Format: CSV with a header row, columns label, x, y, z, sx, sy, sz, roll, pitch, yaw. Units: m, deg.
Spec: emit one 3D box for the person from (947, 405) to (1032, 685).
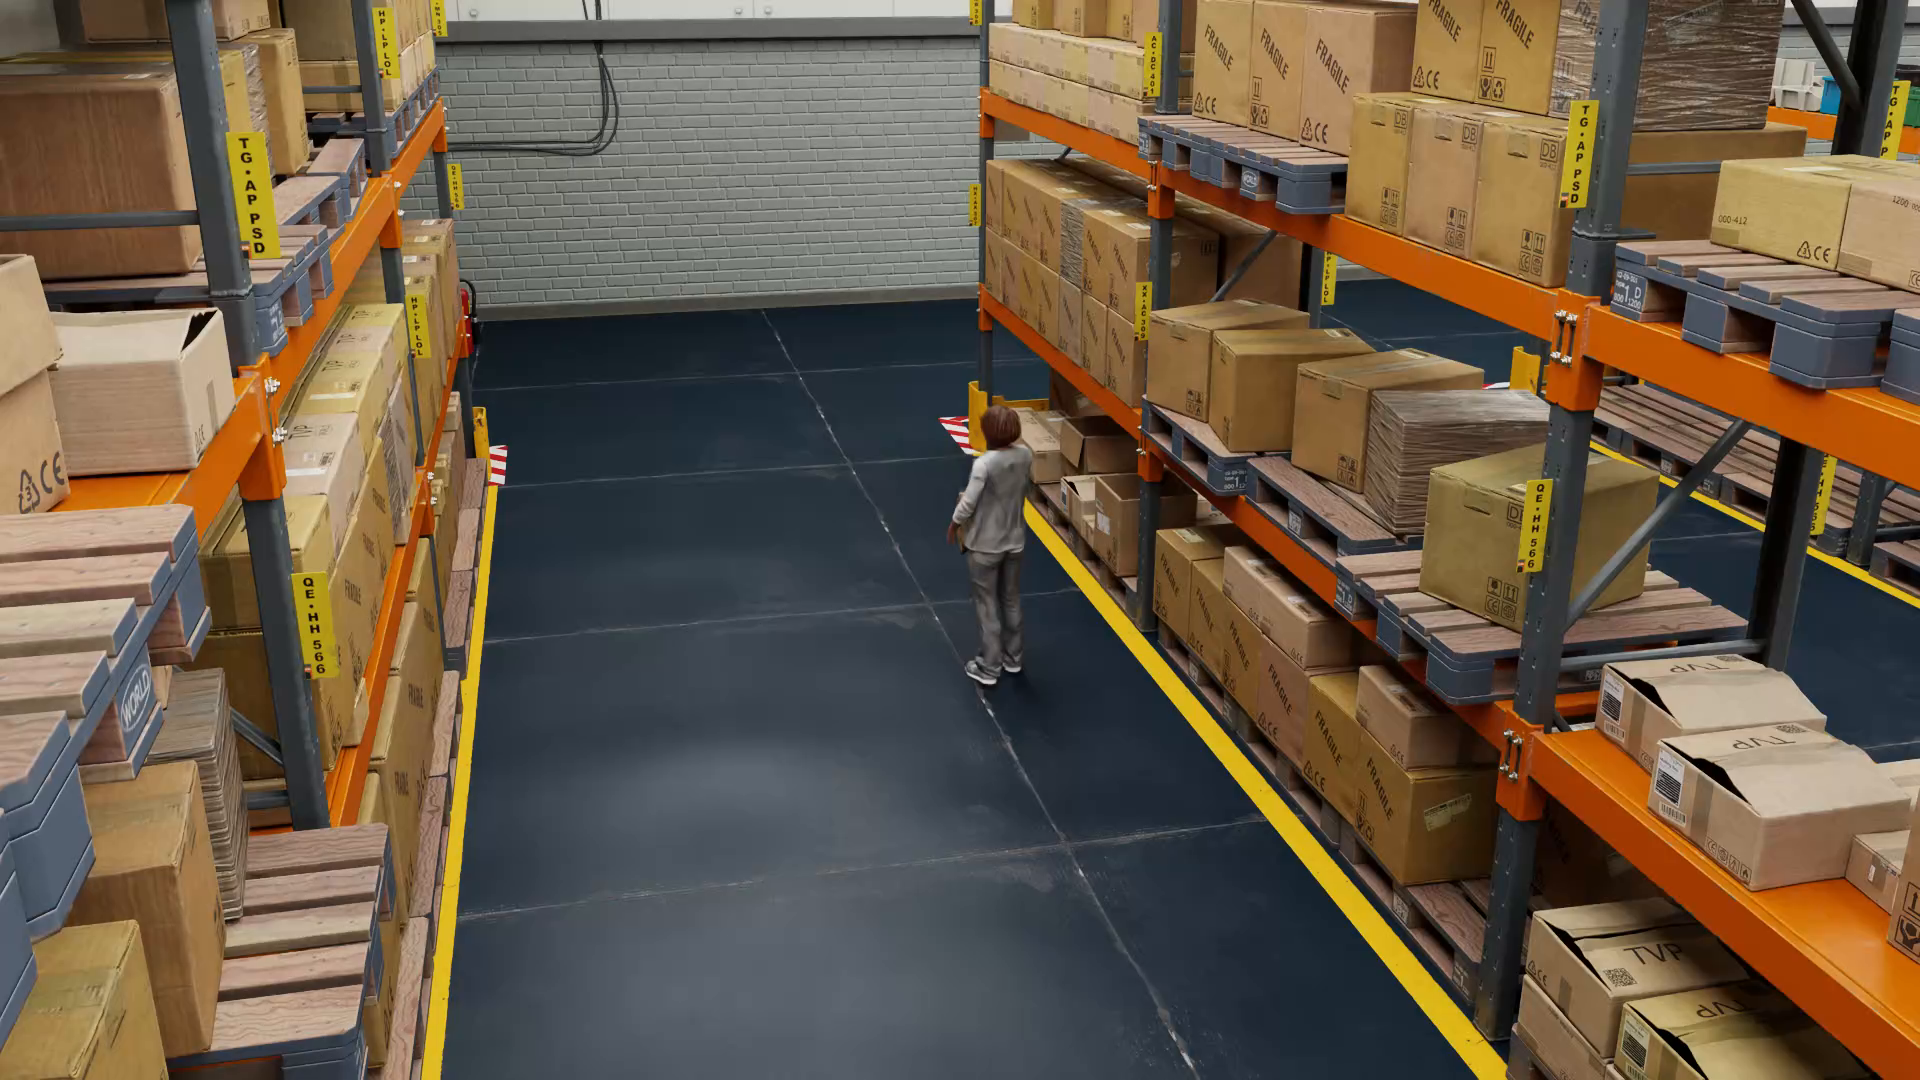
label,x,y,z,sx,sy,sz,roll,pitch,yaw
person,0.170,0.017,9.043,0.480,1.587,0.423,-15,25,-36
